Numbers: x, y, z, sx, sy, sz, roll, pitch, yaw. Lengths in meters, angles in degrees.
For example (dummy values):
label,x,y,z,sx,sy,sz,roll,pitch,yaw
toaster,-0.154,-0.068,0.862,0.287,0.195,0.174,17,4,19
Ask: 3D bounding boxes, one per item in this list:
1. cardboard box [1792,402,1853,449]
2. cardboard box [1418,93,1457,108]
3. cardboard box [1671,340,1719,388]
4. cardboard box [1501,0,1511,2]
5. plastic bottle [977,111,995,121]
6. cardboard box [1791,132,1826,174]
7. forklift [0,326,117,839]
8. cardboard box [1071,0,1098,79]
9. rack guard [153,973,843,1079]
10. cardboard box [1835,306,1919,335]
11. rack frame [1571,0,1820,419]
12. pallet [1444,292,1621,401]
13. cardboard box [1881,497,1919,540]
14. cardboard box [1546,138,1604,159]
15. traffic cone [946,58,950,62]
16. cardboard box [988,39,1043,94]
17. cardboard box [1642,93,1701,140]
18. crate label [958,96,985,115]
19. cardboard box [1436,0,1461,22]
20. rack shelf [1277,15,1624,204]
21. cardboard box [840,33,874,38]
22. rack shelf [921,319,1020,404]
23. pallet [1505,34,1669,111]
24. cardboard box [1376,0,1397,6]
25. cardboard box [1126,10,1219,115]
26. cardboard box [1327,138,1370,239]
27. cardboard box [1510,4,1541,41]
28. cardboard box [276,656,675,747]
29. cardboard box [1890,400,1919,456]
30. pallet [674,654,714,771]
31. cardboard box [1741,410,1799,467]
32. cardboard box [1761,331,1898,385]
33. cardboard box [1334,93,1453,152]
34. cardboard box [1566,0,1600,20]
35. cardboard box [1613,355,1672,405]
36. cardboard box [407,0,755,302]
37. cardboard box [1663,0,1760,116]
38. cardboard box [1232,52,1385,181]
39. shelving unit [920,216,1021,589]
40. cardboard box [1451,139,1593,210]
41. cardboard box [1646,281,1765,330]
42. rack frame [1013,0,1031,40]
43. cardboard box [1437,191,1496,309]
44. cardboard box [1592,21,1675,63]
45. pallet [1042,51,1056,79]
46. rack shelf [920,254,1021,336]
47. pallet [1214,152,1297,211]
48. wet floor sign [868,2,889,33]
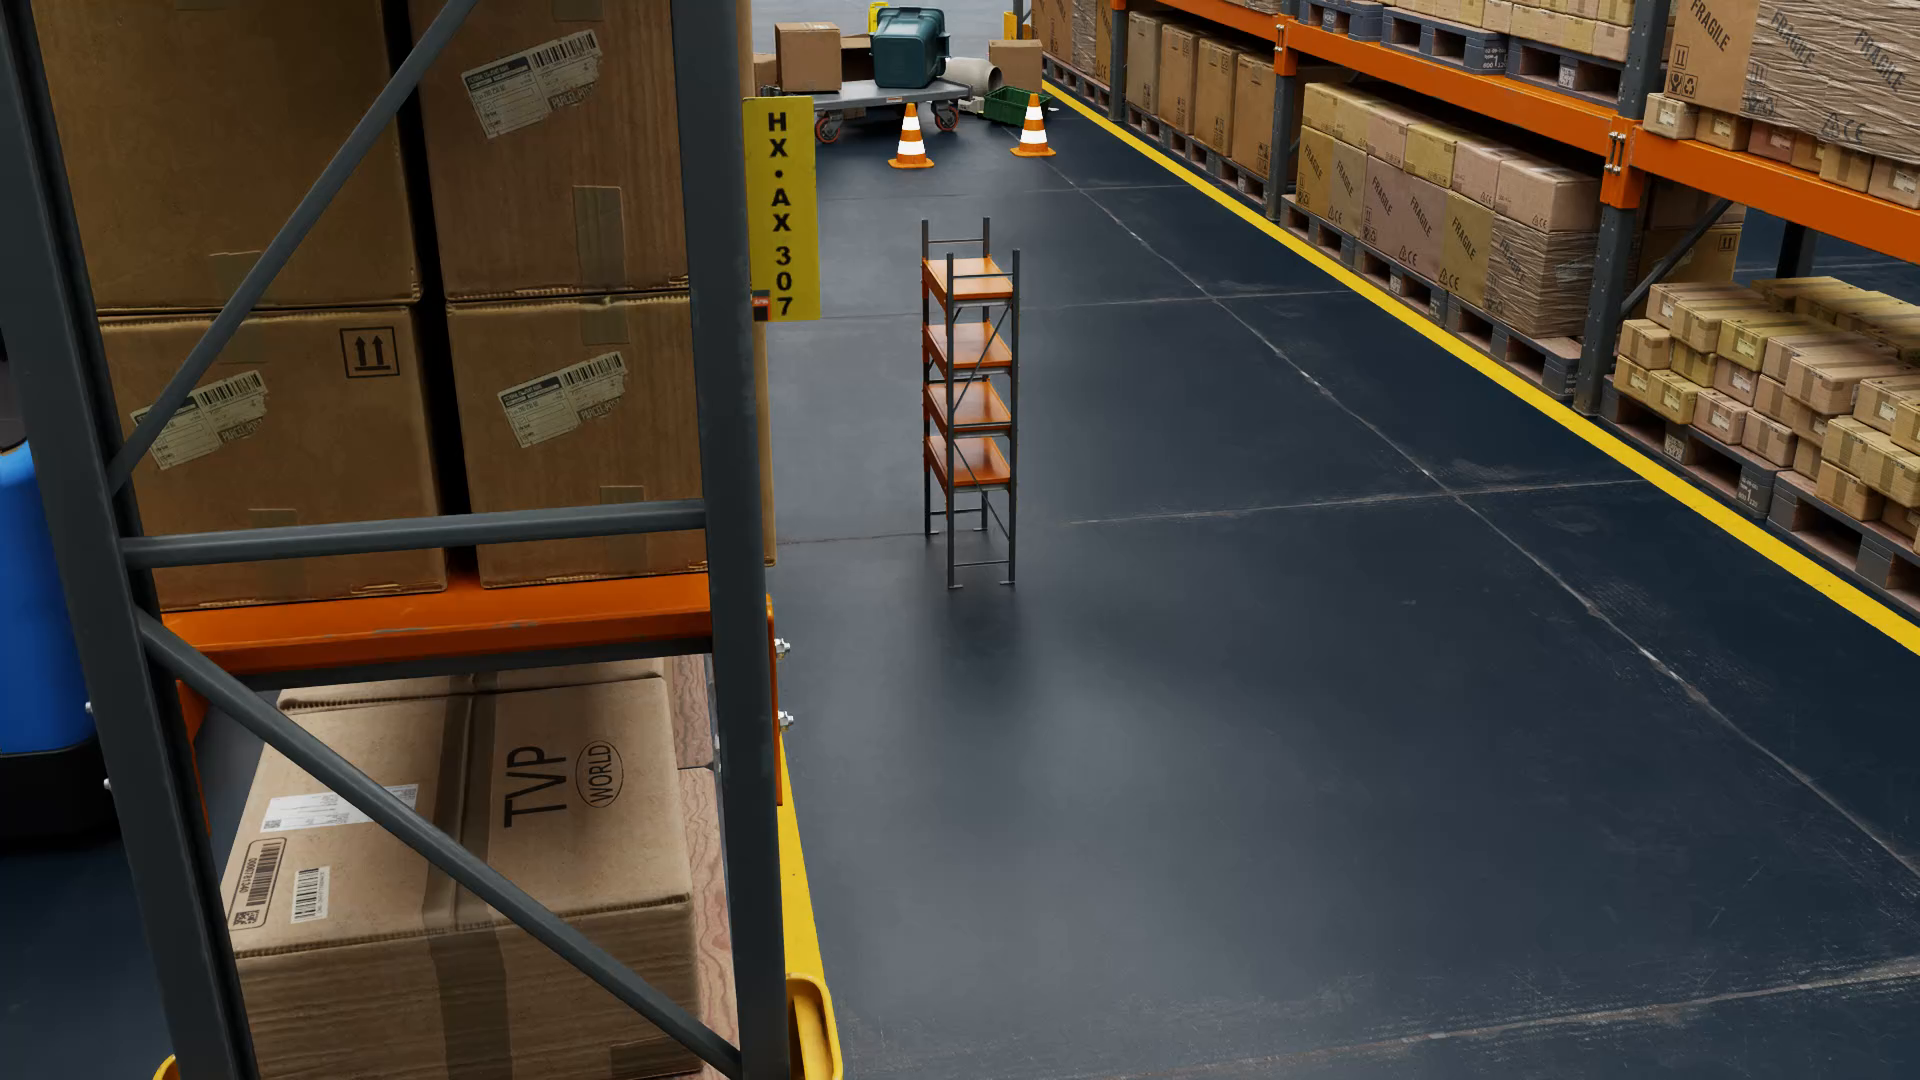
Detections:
label,x,y,z,sx,sy,sz,roll,pitch,yaw
cardboard box,3.345,-0.437,6.169,0.380,0.149,0.250,-3,24,-7
cardboard box,3.051,-2.500,9.888,0.500,0.250,0.500,-4,24,-9
cardboard box,3.190,-0.747,6.877,0.380,0.149,0.250,-4,24,-9
cardboard box,2.840,-2.750,8.216,0.380,0.149,0.250,-6,24,-12
plastic bottle,0.289,-3.781,14.830,0.133,0.061,0.283,-19,30,-37
cardboard box,3.299,-1.428,6.086,0.380,0.149,0.250,-5,24,-12
forklift,-2.999,-1.082,5.066,1.130,2.935,3.031,-4,24,-10
cardboard box,1.605,-4.956,15.979,0.875,0.875,0.875,-4,24,-9
rack guard,-0.799,1.151,2.990,1.175,0.500,0.348,-4,24,-10
cardboard box,3.763,-0.826,6.688,0.380,0.149,0.250,-5,24,-10
rack frame,3.303,-1.983,7.044,1.000,3.000,0.127,-4,24,-10
pallet,3.157,-1.012,8.303,1.003,0.211,1.213,-4,24,-10
cardboard box,3.458,-0.097,5.763,0.380,0.149,0.250,-4,24,-8
cardboard box,3.325,-1.894,8.499,0.500,0.250,0.500,-4,24,-8
traffic cone,-0.214,-5.227,17.640,0.336,0.463,0.334,-4,24,-10
cardboard box,0.528,-4.520,15.972,0.500,0.500,0.500,0,24,-1
cardboard box,3.033,-1.733,6.783,0.380,0.149,0.250,-3,24,-8
crate label,0.125,-3.963,15.152,0.250,0.136,0.298,18,29,36
cardboard box,2.741,-2.819,8.747,0.380,0.149,0.250,-5,24,-11
rack shelf,2.933,-2.440,8.989,1.077,0.370,4.000,-4,24,-10
cardboard box,-0.950,-4.650,16.268,0.637,0.503,0.797,18,29,36
rack shelf,0.031,-0.628,5.798,0.258,0.148,0.480,-4,24,-10
pallet,3.304,-2.207,7.795,1.003,0.211,1.213,-4,24,-10
cardboard box,2.598,-3.126,9.448,0.380,0.149,0.250,-3,24,-7
cardboard box,2.026,-4.054,14.071,1.050,0.750,0.750,-4,24,-10
cardboard box,2.539,-2.109,9.930,0.500,0.500,0.500,-4,24,-9
cardboard box,2.896,-2.501,8.018,0.380,0.149,0.250,-6,24,-12
cardboard box,-1.202,0.366,4.340,0.875,0.438,0.875,-4,24,-8
cardboard box,3.426,-0.375,5.654,0.380,0.149,0.250,-4,24,-9
pallet,-1.251,0.486,4.873,1.003,0.211,1.213,-4,24,-10
cardboard box,3.296,-0.408,6.473,0.380,0.149,0.250,-5,24,-11
cardboard box,3.321,-0.682,6.357,0.380,0.149,0.250,-5,24,-11
cardboard box,2.546,-2.459,9.794,0.500,0.250,0.500,-5,24,-10
cardboard box,2.985,-2.443,7.512,0.380,0.149,0.250,-4,24,-9
cardboard box,3.054,-0.702,7.148,0.380,0.149,0.250,-5,24,-12
cardboard box,-0.613,-0.718,2.772,0.500,0.500,0.500,-5,24,-11
cardboard box,3.146,-1.952,6.475,0.500,0.500,0.500,-5,24,-11
cardboard box,2.539,-2.964,11.576,1.050,0.750,0.750,-5,24,-10
shelving unit,0.031,-0.485,5.861,0.258,1.200,0.503,-4,24,-10
cardboard box,2.834,-1.851,8.403,0.500,0.250,0.500,-3,24,-7
cardboard box,3.163,-0.991,7.066,0.380,0.149,0.250,-3,24,-8
rack frame,1.084,-6.704,17.851,1.000,3.000,0.127,-4,24,-10
cardboard box,2.824,-1.505,8.546,0.500,0.500,0.500,-5,24,-11
cardboard box,3.035,-2.202,7.334,0.380,0.149,0.250,-5,24,-11
pallet,1.308,-5.117,17.702,1.003,0.211,1.213,-4,24,-10
rack shelf,0.031,-0.845,5.703,0.258,0.148,0.480,-4,24,-10
pallet,2.491,-2.595,11.927,1.003,0.211,1.213,-4,24,-10
wet floor sign,-0.868,-5.489,18.013,0.267,0.644,0.232,-9,25,-19
